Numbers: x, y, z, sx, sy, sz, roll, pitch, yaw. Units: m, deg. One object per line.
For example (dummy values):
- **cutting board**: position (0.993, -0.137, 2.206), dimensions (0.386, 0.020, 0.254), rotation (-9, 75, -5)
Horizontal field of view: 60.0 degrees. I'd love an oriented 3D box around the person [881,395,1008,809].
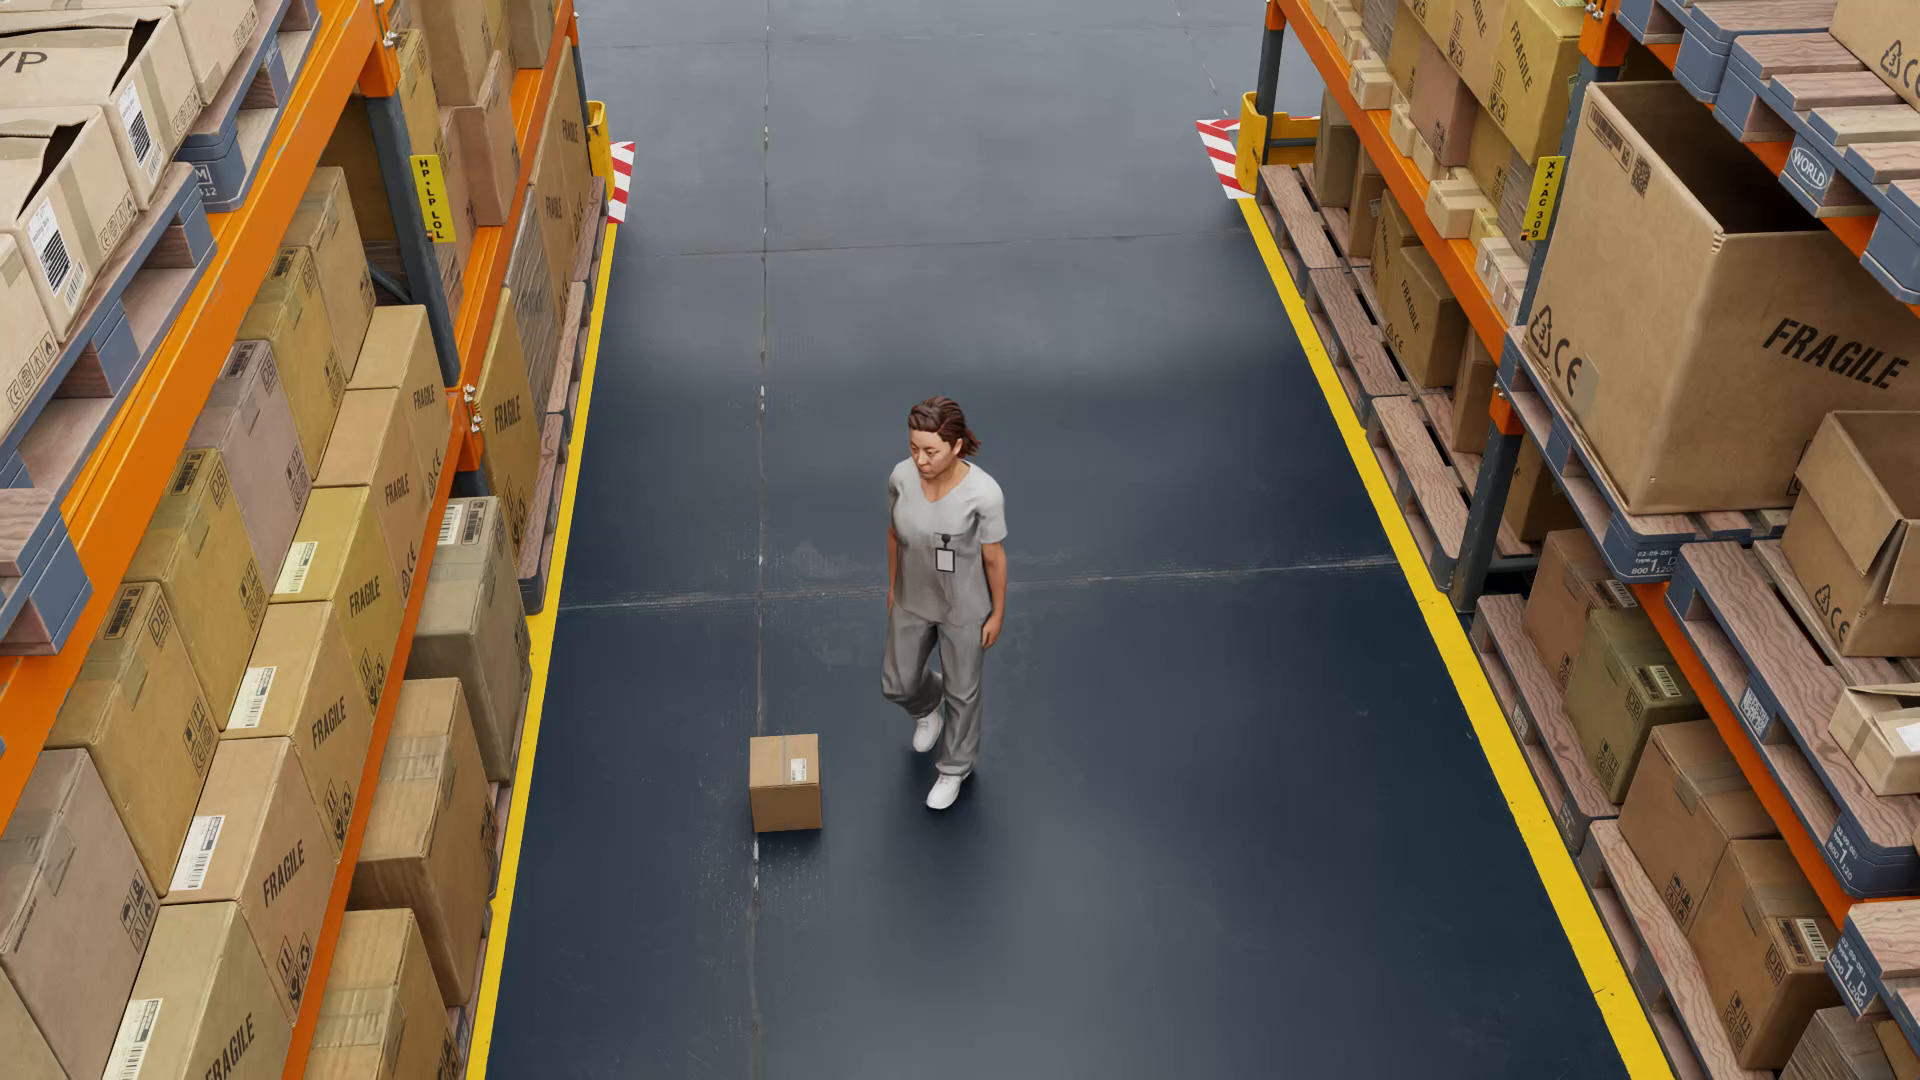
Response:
- **person**: position (-0.052, 0.213, 5.881), dimensions (0.460, 1.668, 0.522), rotation (15, 42, 18)
